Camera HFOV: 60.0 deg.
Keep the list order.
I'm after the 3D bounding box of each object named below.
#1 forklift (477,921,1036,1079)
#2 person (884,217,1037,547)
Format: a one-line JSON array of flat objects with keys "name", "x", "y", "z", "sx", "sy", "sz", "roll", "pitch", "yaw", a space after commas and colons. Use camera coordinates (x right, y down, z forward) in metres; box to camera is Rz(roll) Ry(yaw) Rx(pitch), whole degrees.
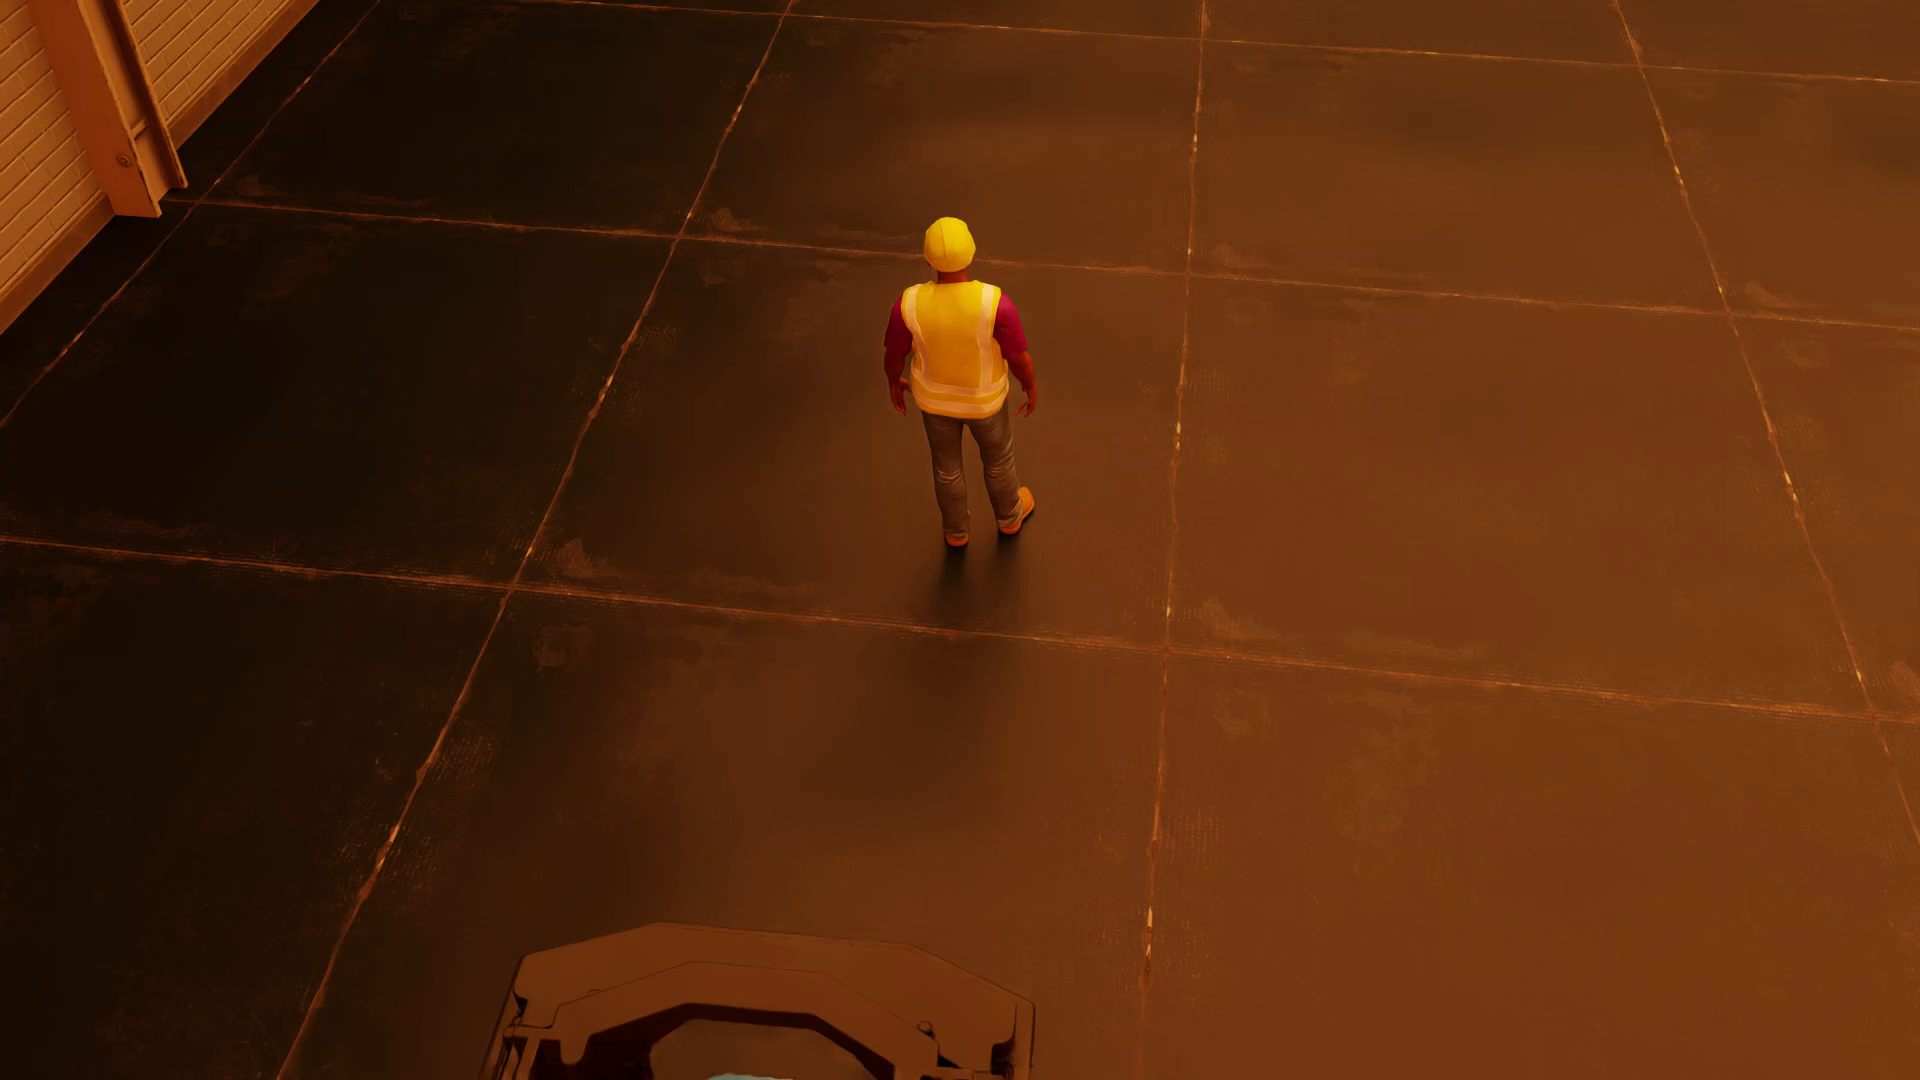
[{"name": "forklift", "x": -0.404, "y": 2.236, "z": 3.290, "sx": 1.130, "sy": 2.935, "sz": 3.031, "roll": 4, "pitch": 43, "yaw": 4}, {"name": "person", "x": 0.016, "y": -0.702, "z": 7.338, "sx": 0.665, "sy": 1.765, "sz": 0.577, "roll": 5, "pitch": 43, "yaw": 6}]
